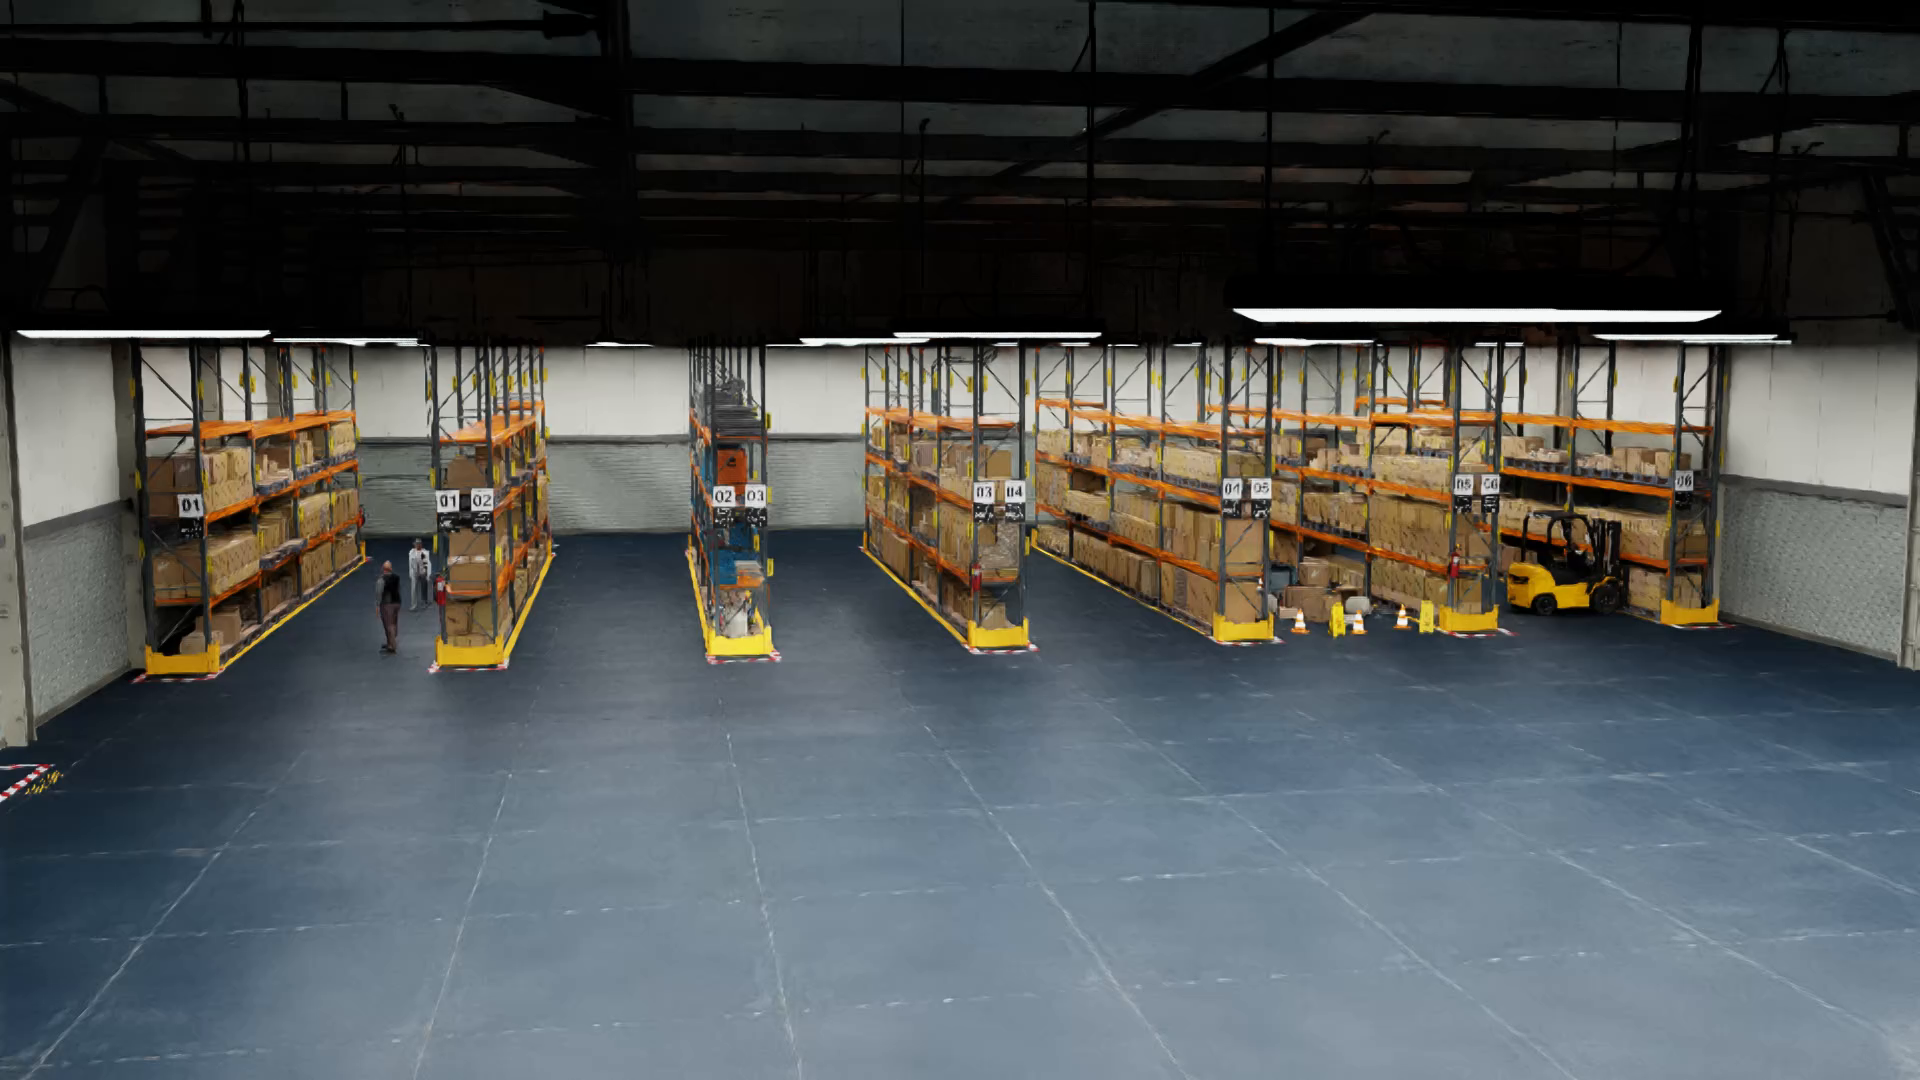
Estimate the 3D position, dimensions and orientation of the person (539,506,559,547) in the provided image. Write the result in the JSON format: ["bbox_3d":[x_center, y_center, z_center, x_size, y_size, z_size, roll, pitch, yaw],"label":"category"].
[{"bbox_3d":[-11.949,-0.585,47.749,0.529,1.660,0.673,3,7,22],"label":"person"}]

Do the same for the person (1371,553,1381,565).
[{"bbox_3d":[10.661,-0.013,42.832,0.476,1.667,0.523,2,7,19],"label":"person"}]

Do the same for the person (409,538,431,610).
[{"bbox_3d":[-11.903,0.721,36.653,0.488,1.587,1.089,-1,7,-13],"label":"person"}]

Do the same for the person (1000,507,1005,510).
[{"bbox_3d":[0.984,0.042,39.629,0.677,1.729,0.550,-1,7,-12],"label":"person"}]

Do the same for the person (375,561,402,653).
[{"bbox_3d":[-10.839,1.250,31.494,0.560,1.720,0.627,3,7,21],"label":"person"}]
